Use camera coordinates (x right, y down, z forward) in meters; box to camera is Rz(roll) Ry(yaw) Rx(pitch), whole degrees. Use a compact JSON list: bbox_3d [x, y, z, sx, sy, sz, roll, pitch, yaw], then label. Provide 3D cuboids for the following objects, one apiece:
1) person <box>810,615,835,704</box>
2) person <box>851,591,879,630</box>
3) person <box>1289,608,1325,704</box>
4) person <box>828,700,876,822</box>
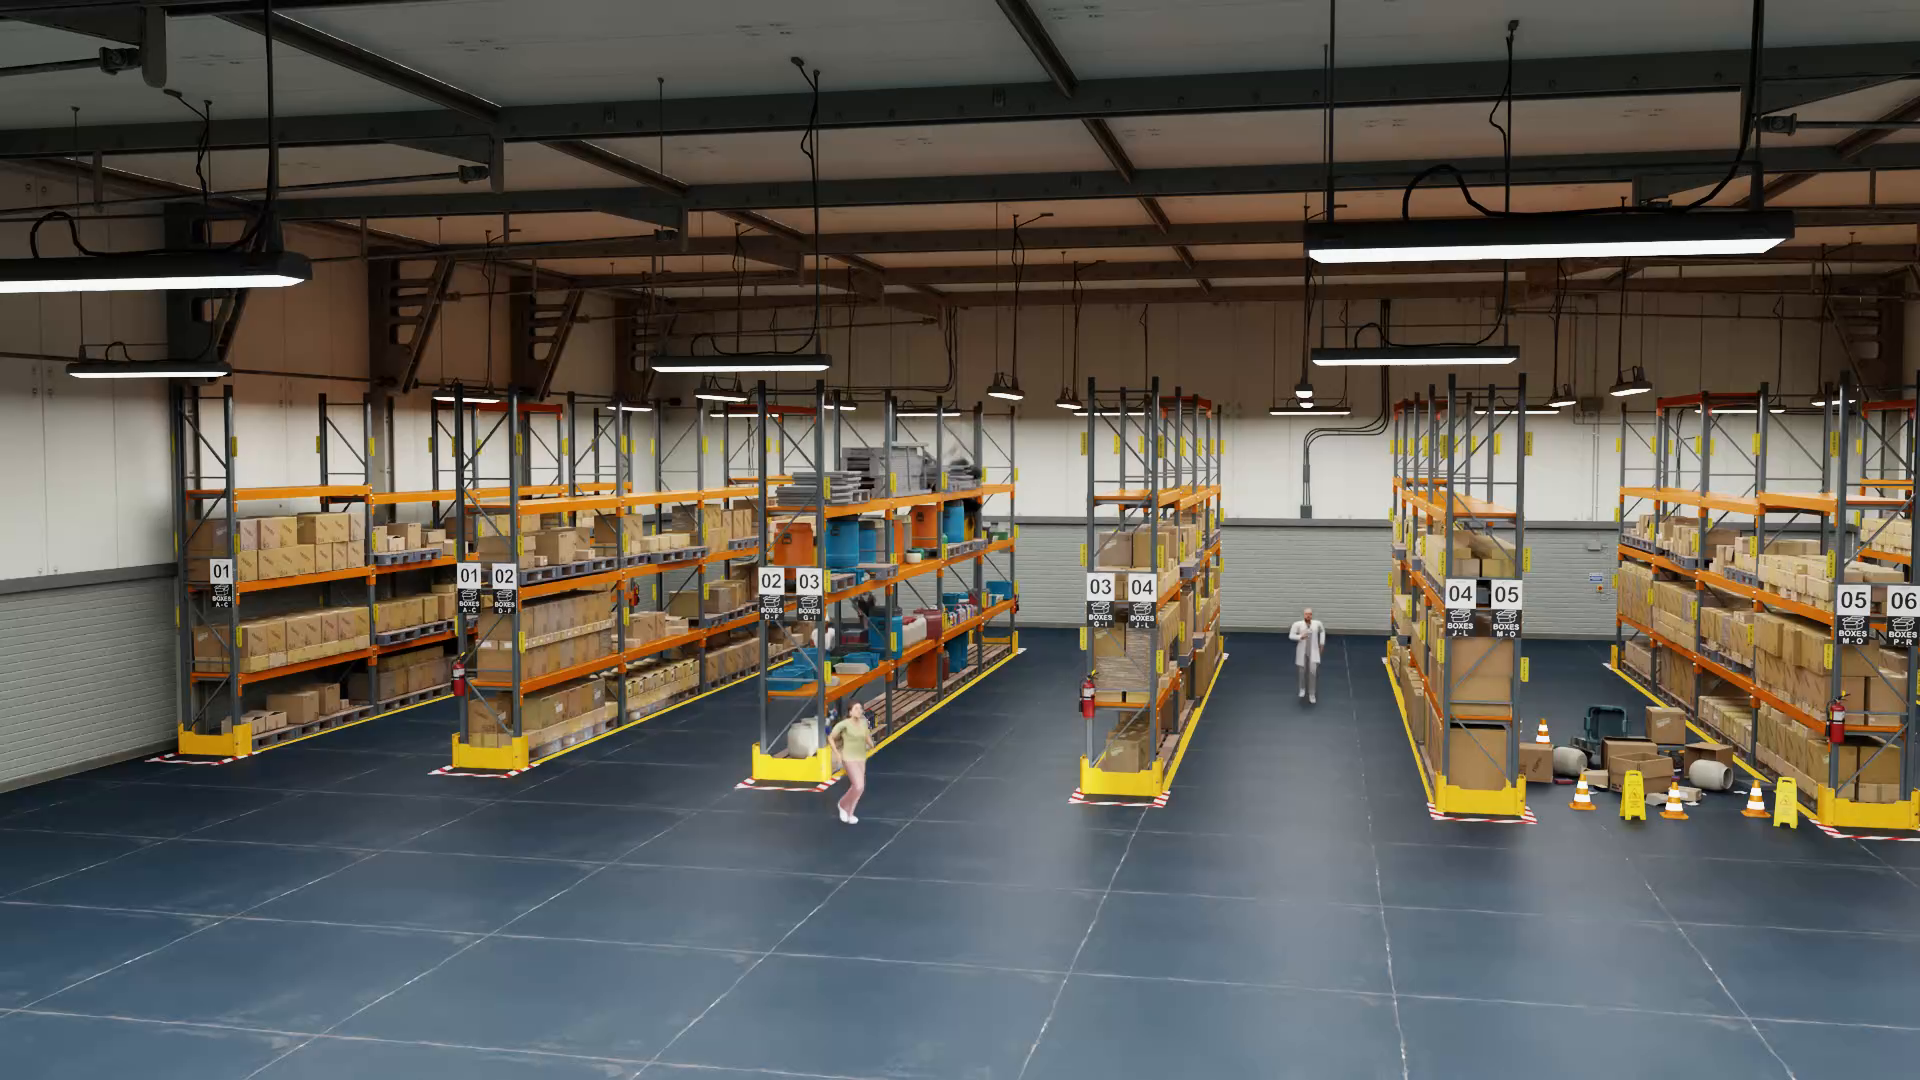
[{"bbox_3d":[-2.632,2.319,32.287,0.697,1.753,0.672,1,3,11],"label":"person"},{"bbox_3d":[-2.310,1.876,40.962,0.674,1.664,0.608,-1,3,-18],"label":"person"},{"bbox_3d":[6.851,2.265,32.850,0.705,1.846,0.898,0,3,9],"label":"person"},{"bbox_3d":[-1.383,2.941,22.077,0.557,1.638,0.586,3,4,44],"label":"person"}]
